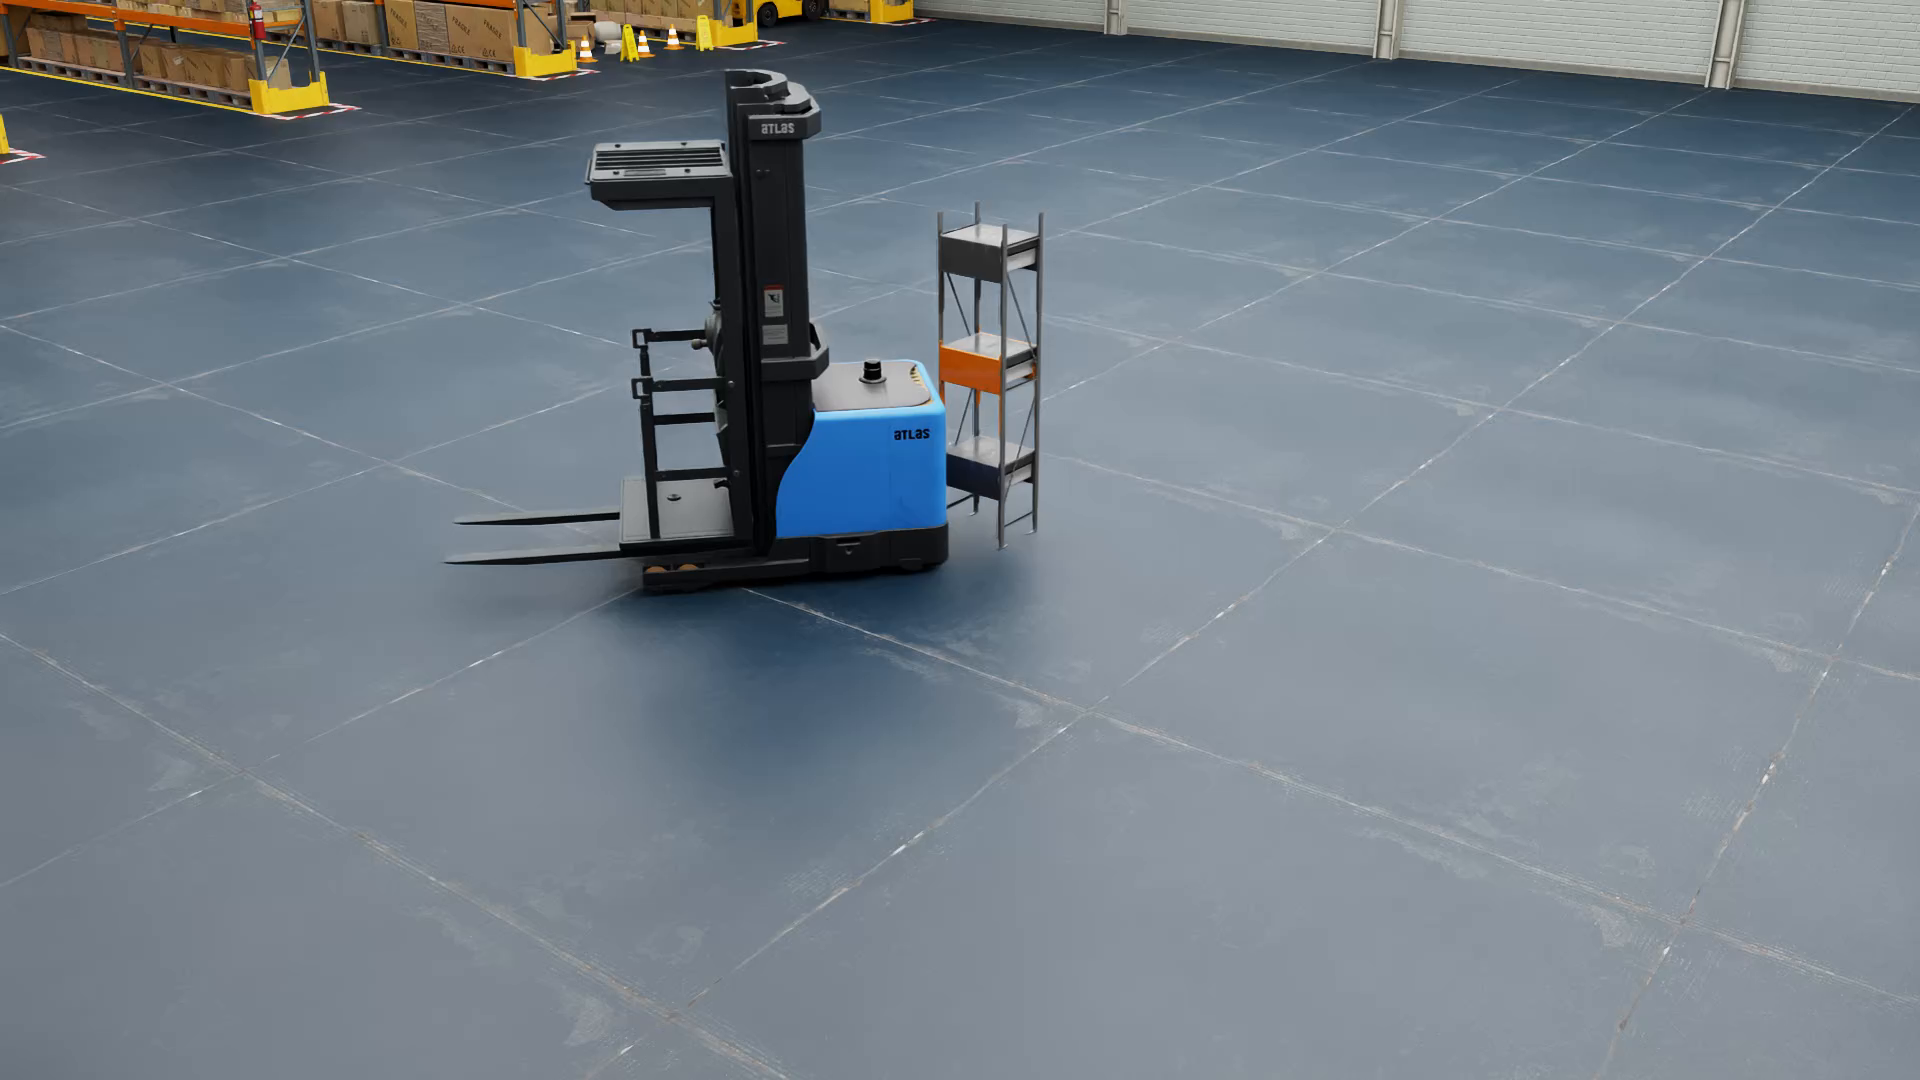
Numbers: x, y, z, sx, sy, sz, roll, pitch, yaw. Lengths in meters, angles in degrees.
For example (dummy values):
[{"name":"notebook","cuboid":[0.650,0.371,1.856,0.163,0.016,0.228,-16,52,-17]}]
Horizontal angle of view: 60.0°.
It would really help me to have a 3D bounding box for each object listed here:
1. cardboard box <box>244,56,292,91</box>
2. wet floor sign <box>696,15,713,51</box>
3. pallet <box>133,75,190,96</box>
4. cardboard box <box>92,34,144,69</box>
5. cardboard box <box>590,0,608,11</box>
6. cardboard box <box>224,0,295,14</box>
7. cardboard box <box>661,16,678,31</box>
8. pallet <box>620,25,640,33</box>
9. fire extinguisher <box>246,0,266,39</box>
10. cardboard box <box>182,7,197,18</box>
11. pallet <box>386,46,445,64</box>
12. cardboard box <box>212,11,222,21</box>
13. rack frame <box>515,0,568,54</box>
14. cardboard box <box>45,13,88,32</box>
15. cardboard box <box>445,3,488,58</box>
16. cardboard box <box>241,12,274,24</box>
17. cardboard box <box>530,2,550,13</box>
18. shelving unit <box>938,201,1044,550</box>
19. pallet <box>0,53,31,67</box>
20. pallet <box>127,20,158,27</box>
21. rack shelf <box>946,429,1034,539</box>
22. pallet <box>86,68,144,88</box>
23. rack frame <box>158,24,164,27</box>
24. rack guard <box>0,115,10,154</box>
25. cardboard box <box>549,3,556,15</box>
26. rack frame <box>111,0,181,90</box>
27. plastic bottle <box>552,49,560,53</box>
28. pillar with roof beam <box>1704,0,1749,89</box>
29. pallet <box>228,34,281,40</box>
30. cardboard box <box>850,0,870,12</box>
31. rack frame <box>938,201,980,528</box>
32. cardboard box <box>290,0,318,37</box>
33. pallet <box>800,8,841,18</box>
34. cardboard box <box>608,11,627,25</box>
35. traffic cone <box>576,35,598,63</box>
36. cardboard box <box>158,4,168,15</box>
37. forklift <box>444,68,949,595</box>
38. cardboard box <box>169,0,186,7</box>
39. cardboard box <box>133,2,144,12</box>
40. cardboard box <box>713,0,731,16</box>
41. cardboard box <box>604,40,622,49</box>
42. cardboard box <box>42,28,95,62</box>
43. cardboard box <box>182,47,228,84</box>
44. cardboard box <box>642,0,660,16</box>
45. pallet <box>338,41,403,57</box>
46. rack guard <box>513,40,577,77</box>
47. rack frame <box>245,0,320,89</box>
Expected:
[{"name":"cardboard box","cuboid":[-10.936,-7.347,26.284,0.500,0.500,0.500,-20,31,-38]},{"name":"wet floor sign","cuboid":[-4.993,-9.871,32.353,0.267,0.644,0.232,-15,28,-30]},{"name":"pallet","cuboid":[-13.088,-7.683,27.925,1.213,0.211,1.003,17,29,33]},{"name":"cardboard box","cuboid":[-14.496,-8.444,28.749,0.500,0.500,0.700,17,29,33]},{"name":"cardboard box","cuboid":[-7.393,-11.354,34.759,0.500,0.500,0.500,18,30,36]},{"name":"cardboard box","cuboid":[-10.870,-8.466,25.752,0.500,0.500,0.875,17,29,33]},{"name":"cardboard box","cuboid":[-5.721,-10.510,33.773,0.500,0.250,0.500,17,29,33]},{"name":"pallet","cuboid":[-7.145,-10.880,35.181,1.213,0.211,1.003,17,29,33]},{"name":"fire extinguisher","cuboid":[-10.631,-7.931,25.125,0.183,0.674,0.296,17,29,33]},{"name":"cardboard box","cuboid":[-12.061,-8.359,26.312,0.250,0.149,0.380,17,29,33]},{"name":"pallet","cuboid":[-10.030,-9.200,31.369,1.213,0.211,1.003,17,29,33]},{"name":"cardboard box","cuboid":[-11.420,-8.200,25.951,0.250,0.149,0.380,17,29,33]},{"name":"rack frame","cuboid":[-7.391,-9.718,29.086,0.127,3.000,1.000,17,29,33]},{"name":"cardboard box","cuboid":[-15.863,-9.200,29.535,0.500,0.250,0.500,21,31,39]},{"name":"cardboard box","cuboid":[-8.678,-9.293,30.235,0.875,0.875,0.875,16,29,32]},{"name":"cardboard box","cuboid":[-10.798,-8.030,25.566,0.250,0.149,0.380,17,29,33]},{"name":"cardboard box","cuboid":[-8.747,-10.928,33.993,0.500,0.500,0.500,17,29,33]},{"name":"shelving unit","cuboid":[0.186,-1.020,10.461,0.503,2.100,0.431,18,29,35]},{"name":"pallet","cuboid":[-17.434,-9.016,30.951,1.213,0.211,1.003,17,29,33]},{"name":"pallet","cuboid":[-17.552,-11.495,36.577,1.213,0.211,1.003,17,29,33]},{"name":"rack shelf","cuboid":[0.186,-0.367,10.749,0.480,0.518,0.431,18,29,35]},{"name":"pallet","cuboid":[-14.271,-8.021,28.694,1.213,0.211,1.003,17,29,33]},{"name":"rack frame","cuboid":[-16.993,-12.620,35.672,0.127,3.000,1.000,17,29,33]},{"name":"rack guard","cuboid":[-13.506,-5.404,22.394,0.348,0.500,1.175,17,29,33]},{"name":"cardboard box","cuboid":[-8.702,-11.595,36.085,0.625,0.372,0.950,19,30,36]},{"name":"rack frame","cuboid":[-13.647,-9.110,27.705,0.127,3.000,1.000,17,29,33]},{"name":"plastic bottle","cuboid":[-7.742,-9.418,32.049,0.283,0.061,0.133,7,25,15]},{"name":"pillar with roof beam","cuboid":[10.276,-10.405,23.204,0.400,9.000,9.100,17,29,33]},{"name":"pallet","cuboid":[-14.417,-10.566,34.469,1.213,0.211,1.003,17,29,33]},{"name":"cardboard box","cuboid":[-2.094,-11.888,36.900,0.500,0.250,0.500,17,29,34]},{"name":"rack frame","cuboid":[-0.005,-1.081,10.599,0.015,2.100,0.400,18,29,35]},{"name":"cardboard box","cuboid":[-12.657,-10.429,32.968,0.750,0.750,1.050,17,29,34]},{"name":"pallet","cuboid":[-3.138,-12.133,38.025,1.213,0.211,1.003,17,29,33]},{"name":"cardboard box","cuboid":[-6.959,-10.886,34.625,0.500,0.250,0.500,19,30,36]},{"name":"traffic cone","cuboid":[-6.964,-9.144,30.929,0.334,0.463,0.336,17,29,33]},{"name":"cardboard box","cuboid":[-12.640,-8.551,26.749,0.250,0.149,0.380,17,29,33]},{"name":"forklift","cuboid":[-1.638,-1.242,9.935,3.031,2.935,1.130,-4,24,-9]},{"name":"cardboard box","cuboid":[-12.109,-8.808,26.527,0.500,0.500,0.875,17,29,33]},{"name":"cardboard box","cuboid":[-13.247,-8.729,27.154,0.250,0.149,0.380,17,29,33]},{"name":"cardboard box","cuboid":[-5.002,-10.907,33.743,0.500,0.500,0.500,16,28,32]},{"name":"cardboard box","cuboid":[-6.763,-9.700,32.581,0.380,0.149,0.250,-10,26,-21]},{"name":"cardboard box","cuboid":[-15.848,-8.849,29.668,0.500,0.500,0.700,14,27,29]},{"name":"cardboard box","cuboid":[-12.344,-7.787,27.284,0.500,0.500,0.500,14,27,29]},{"name":"cardboard box","cuboid":[-6.120,-10.976,33.900,0.500,0.500,0.500,16,28,32]},{"name":"pallet","cuboid":[-11.254,-9.572,32.212,1.213,0.211,1.003,17,29,33]},{"name":"rack guard","cuboid":[-7.371,-8.569,29.577,0.348,0.500,1.175,17,29,33]},{"name":"rack frame","cuboid":[-10.446,-8.142,25.510,0.127,3.000,1.000,17,29,33]}]
